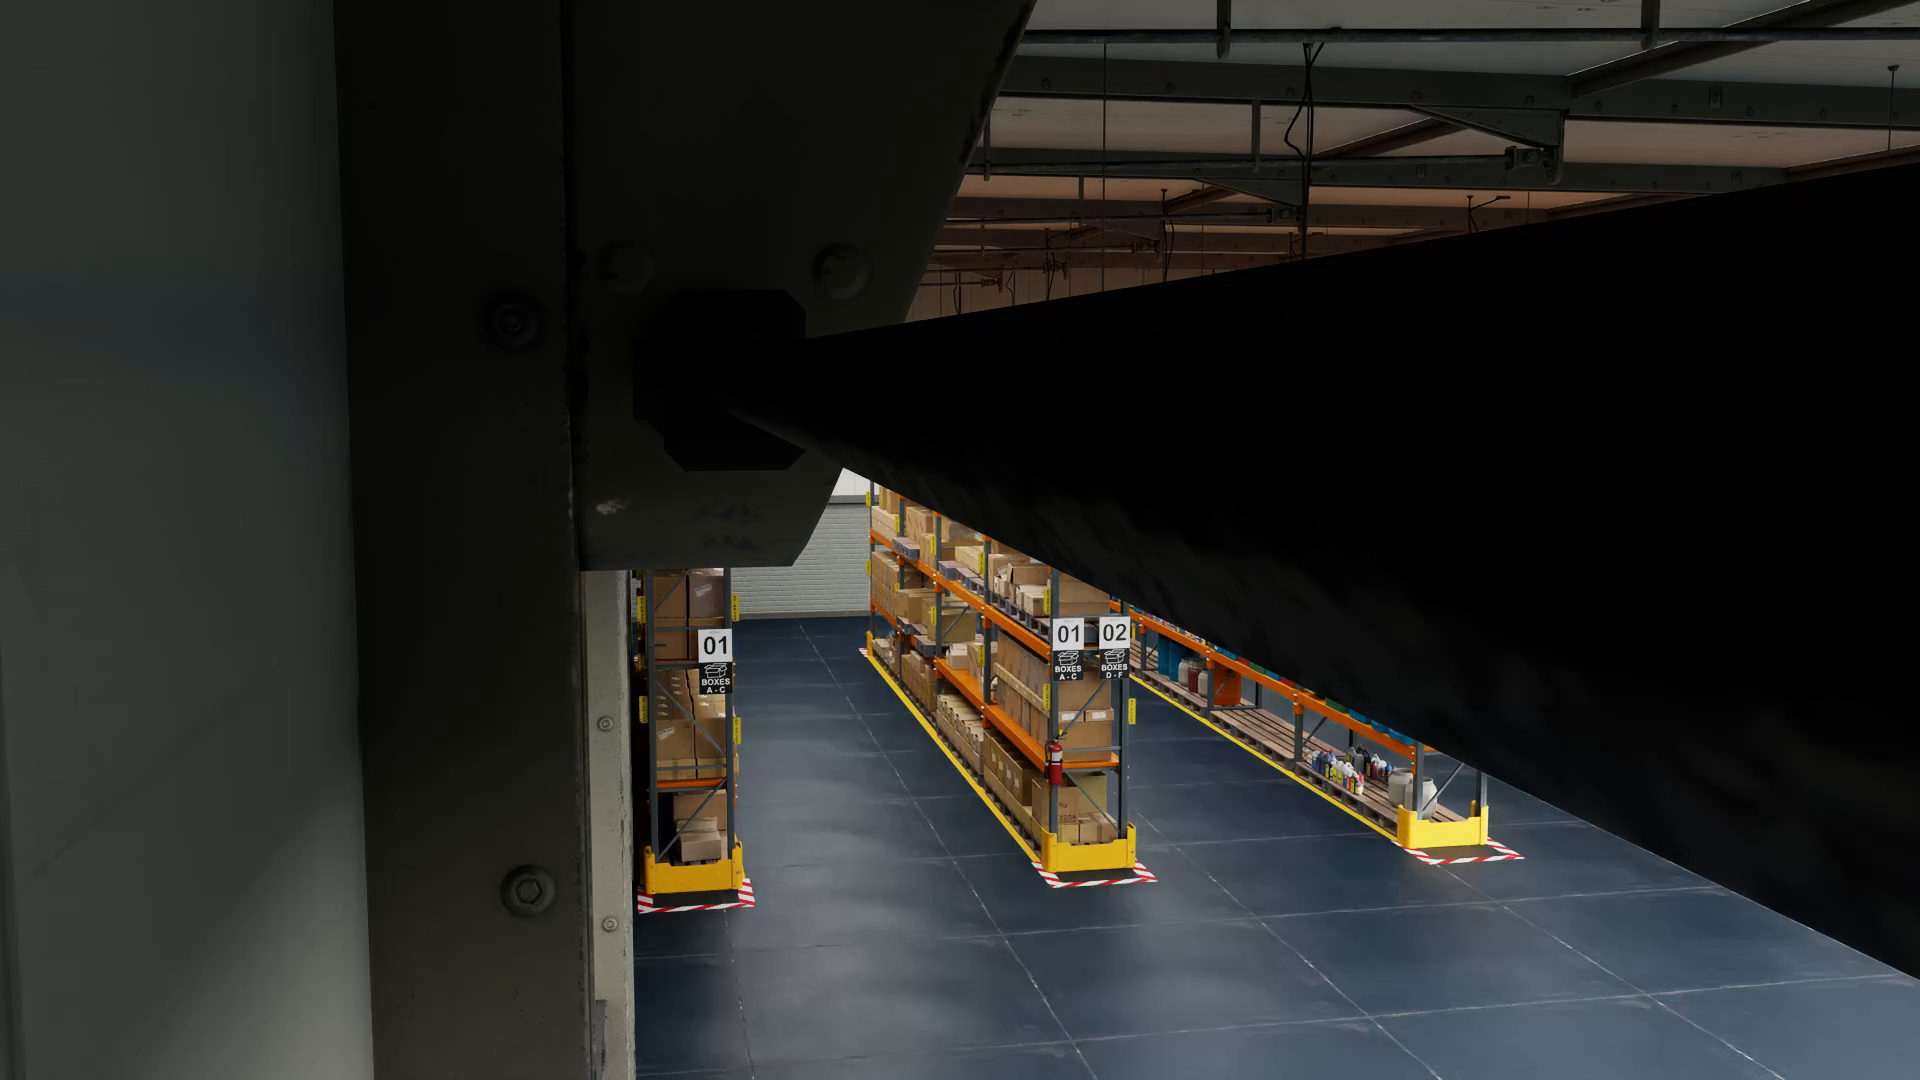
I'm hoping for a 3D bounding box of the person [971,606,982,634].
[{"bbox_3d":[0.232,1.737,36.716,0.561,1.553,0.590,-3,7,-25],"label":"person"}]
